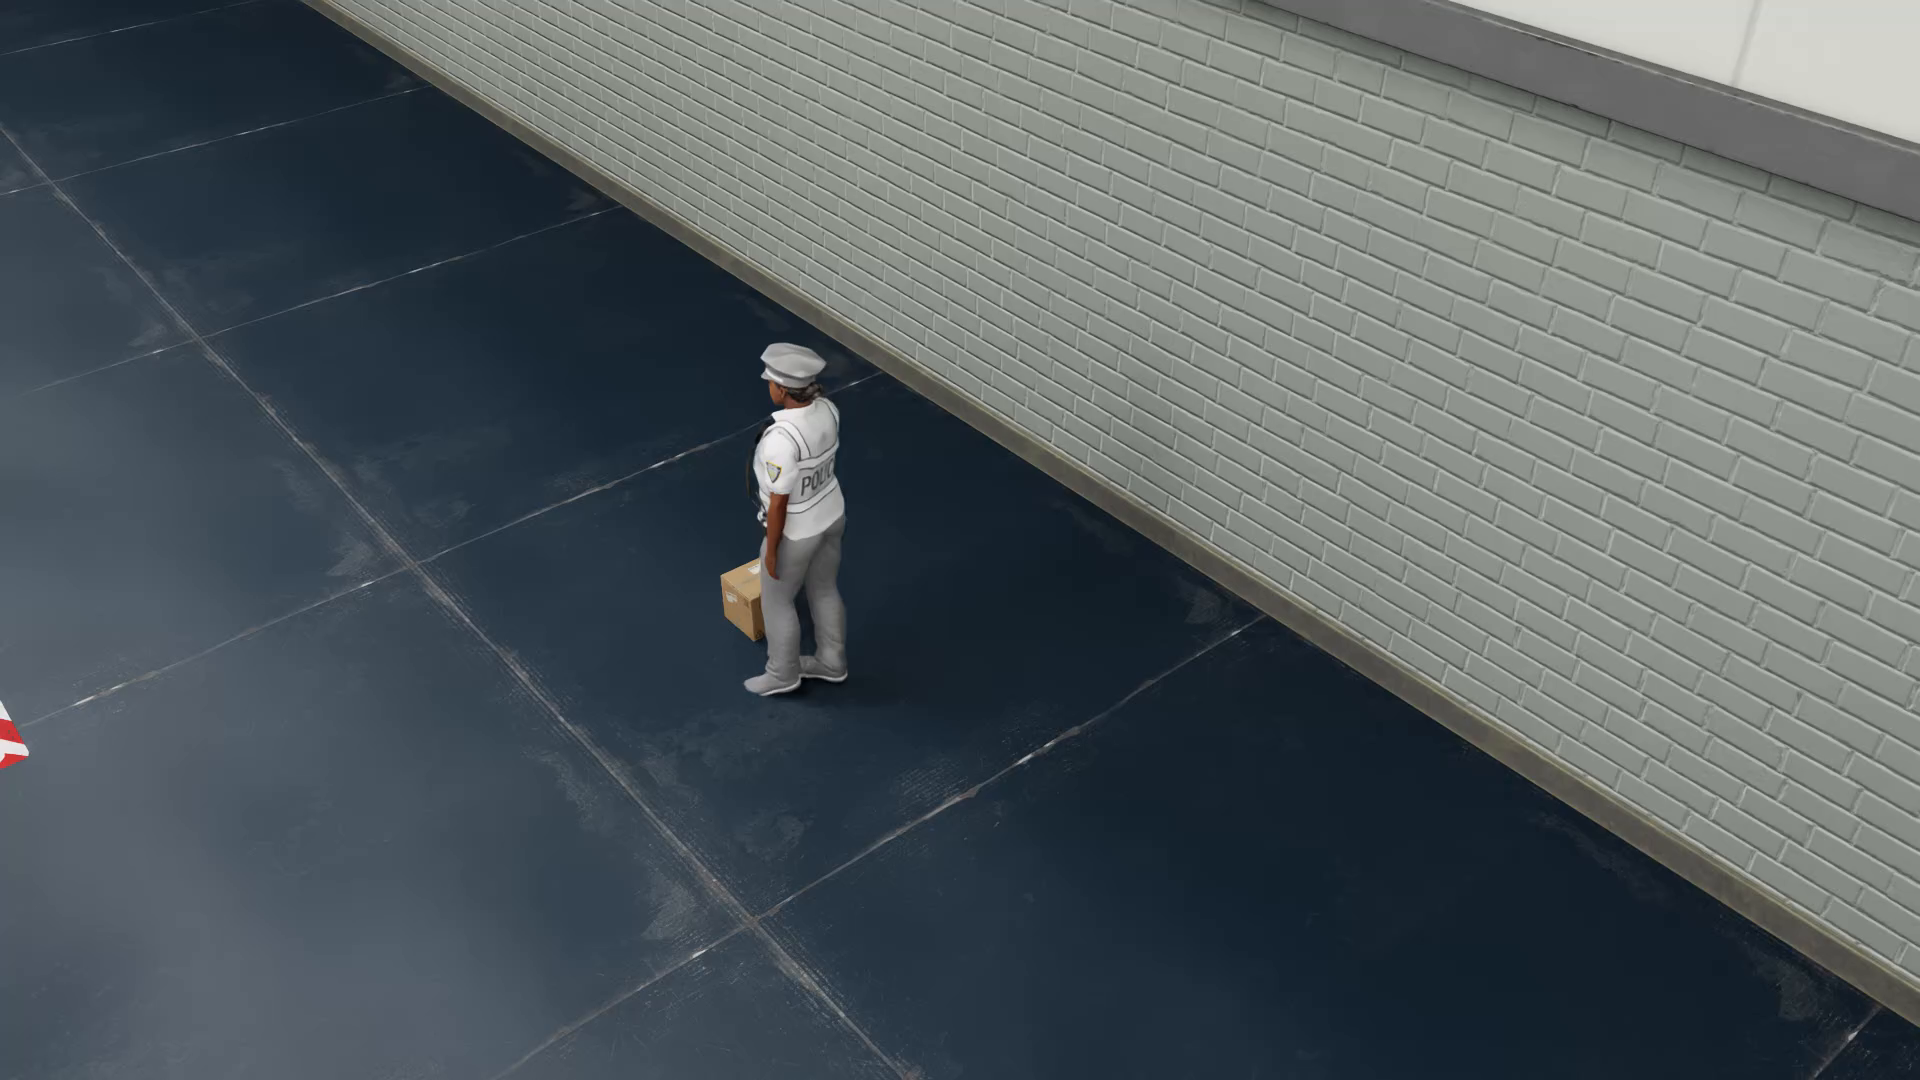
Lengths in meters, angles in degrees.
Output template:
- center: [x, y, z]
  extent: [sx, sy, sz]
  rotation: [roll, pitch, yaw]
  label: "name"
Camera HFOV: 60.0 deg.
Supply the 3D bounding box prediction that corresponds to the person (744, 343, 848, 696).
- center: [-0.713, -0.046, 7.153]
  extent: [0.416, 1.722, 0.467]
  rotation: [20, 41, 25]
  label: "person"
